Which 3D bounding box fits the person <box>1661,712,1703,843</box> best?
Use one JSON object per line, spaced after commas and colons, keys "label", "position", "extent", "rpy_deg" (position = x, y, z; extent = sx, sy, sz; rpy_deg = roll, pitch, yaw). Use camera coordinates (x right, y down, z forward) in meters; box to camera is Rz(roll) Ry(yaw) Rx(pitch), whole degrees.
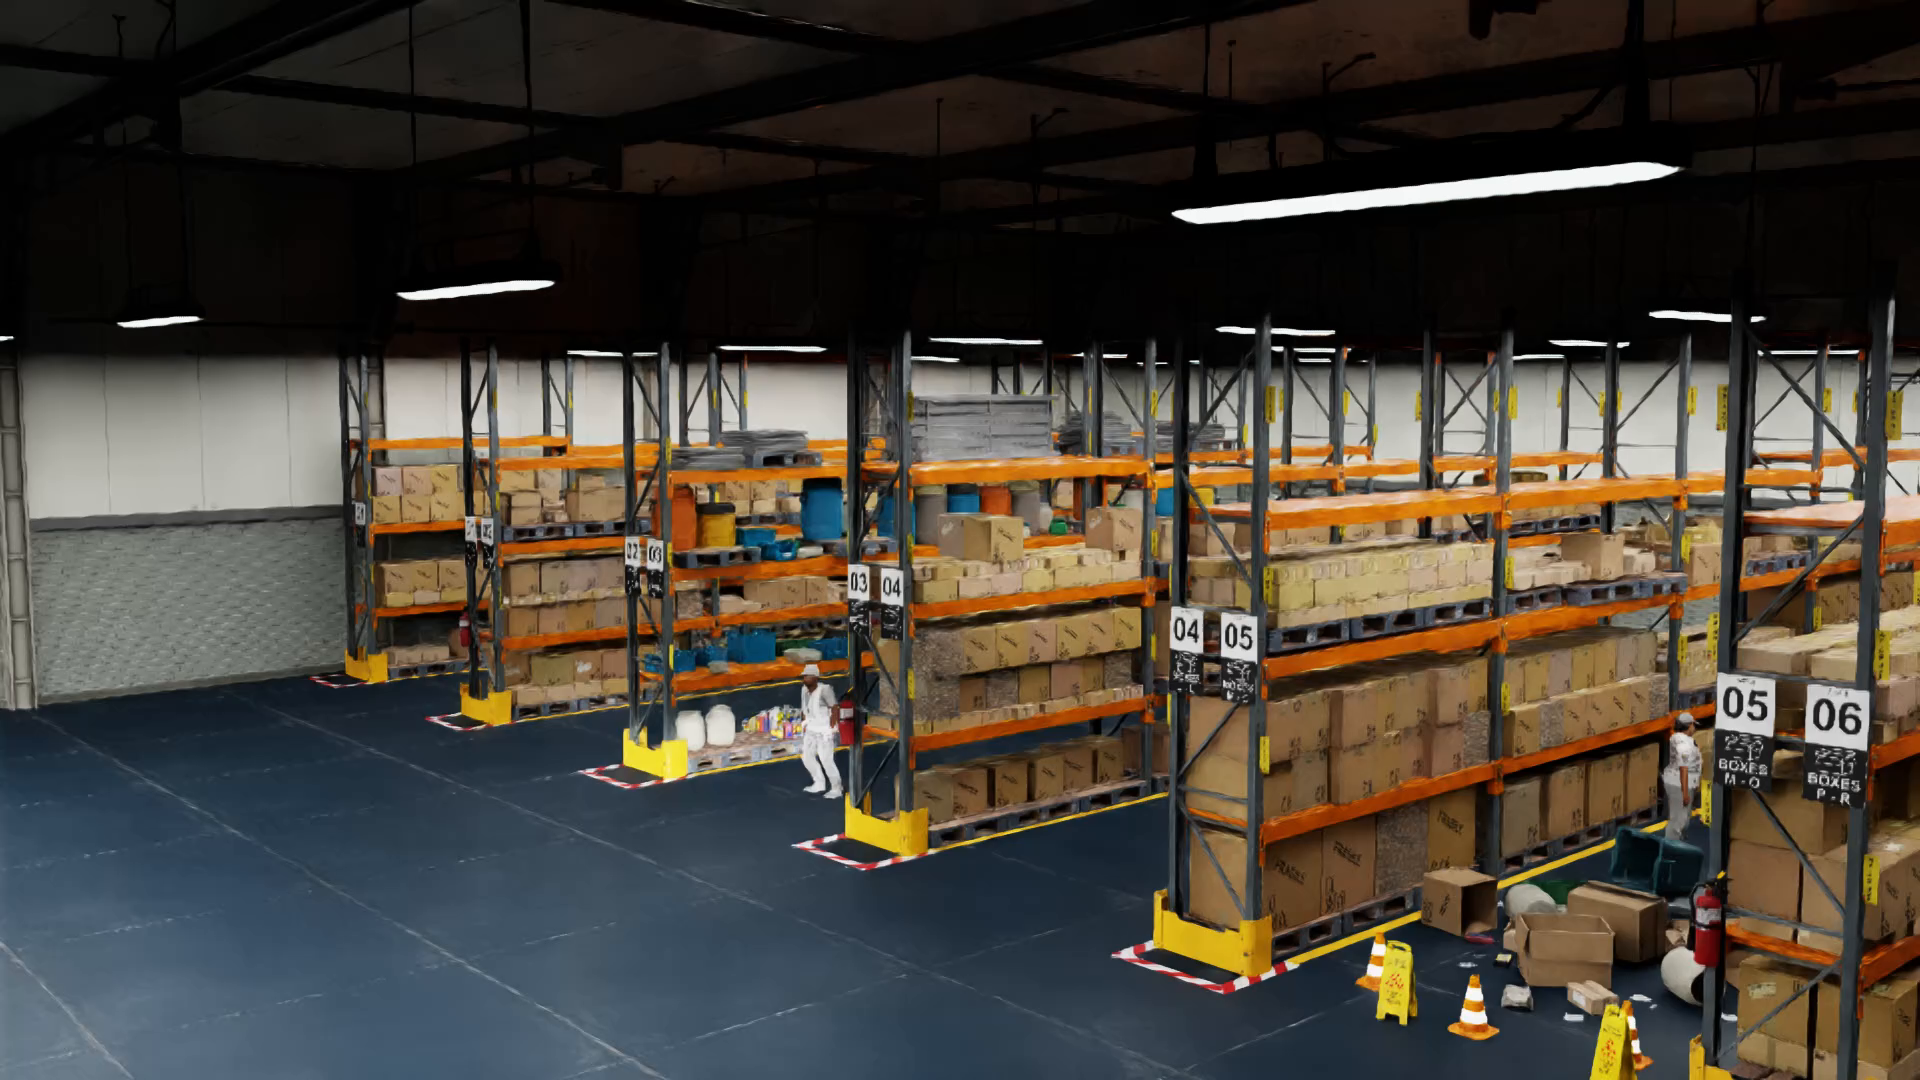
{"label": "person", "position": [7.900, 2.703, 18.143], "extent": [0.449, 1.668, 0.530], "rpy_deg": [2, 5, 18]}

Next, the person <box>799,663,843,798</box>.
{"label": "person", "position": [-1.800, 2.415, 21.147], "extent": [0.549, 1.735, 0.702], "rpy_deg": [-5, 7, -42]}
